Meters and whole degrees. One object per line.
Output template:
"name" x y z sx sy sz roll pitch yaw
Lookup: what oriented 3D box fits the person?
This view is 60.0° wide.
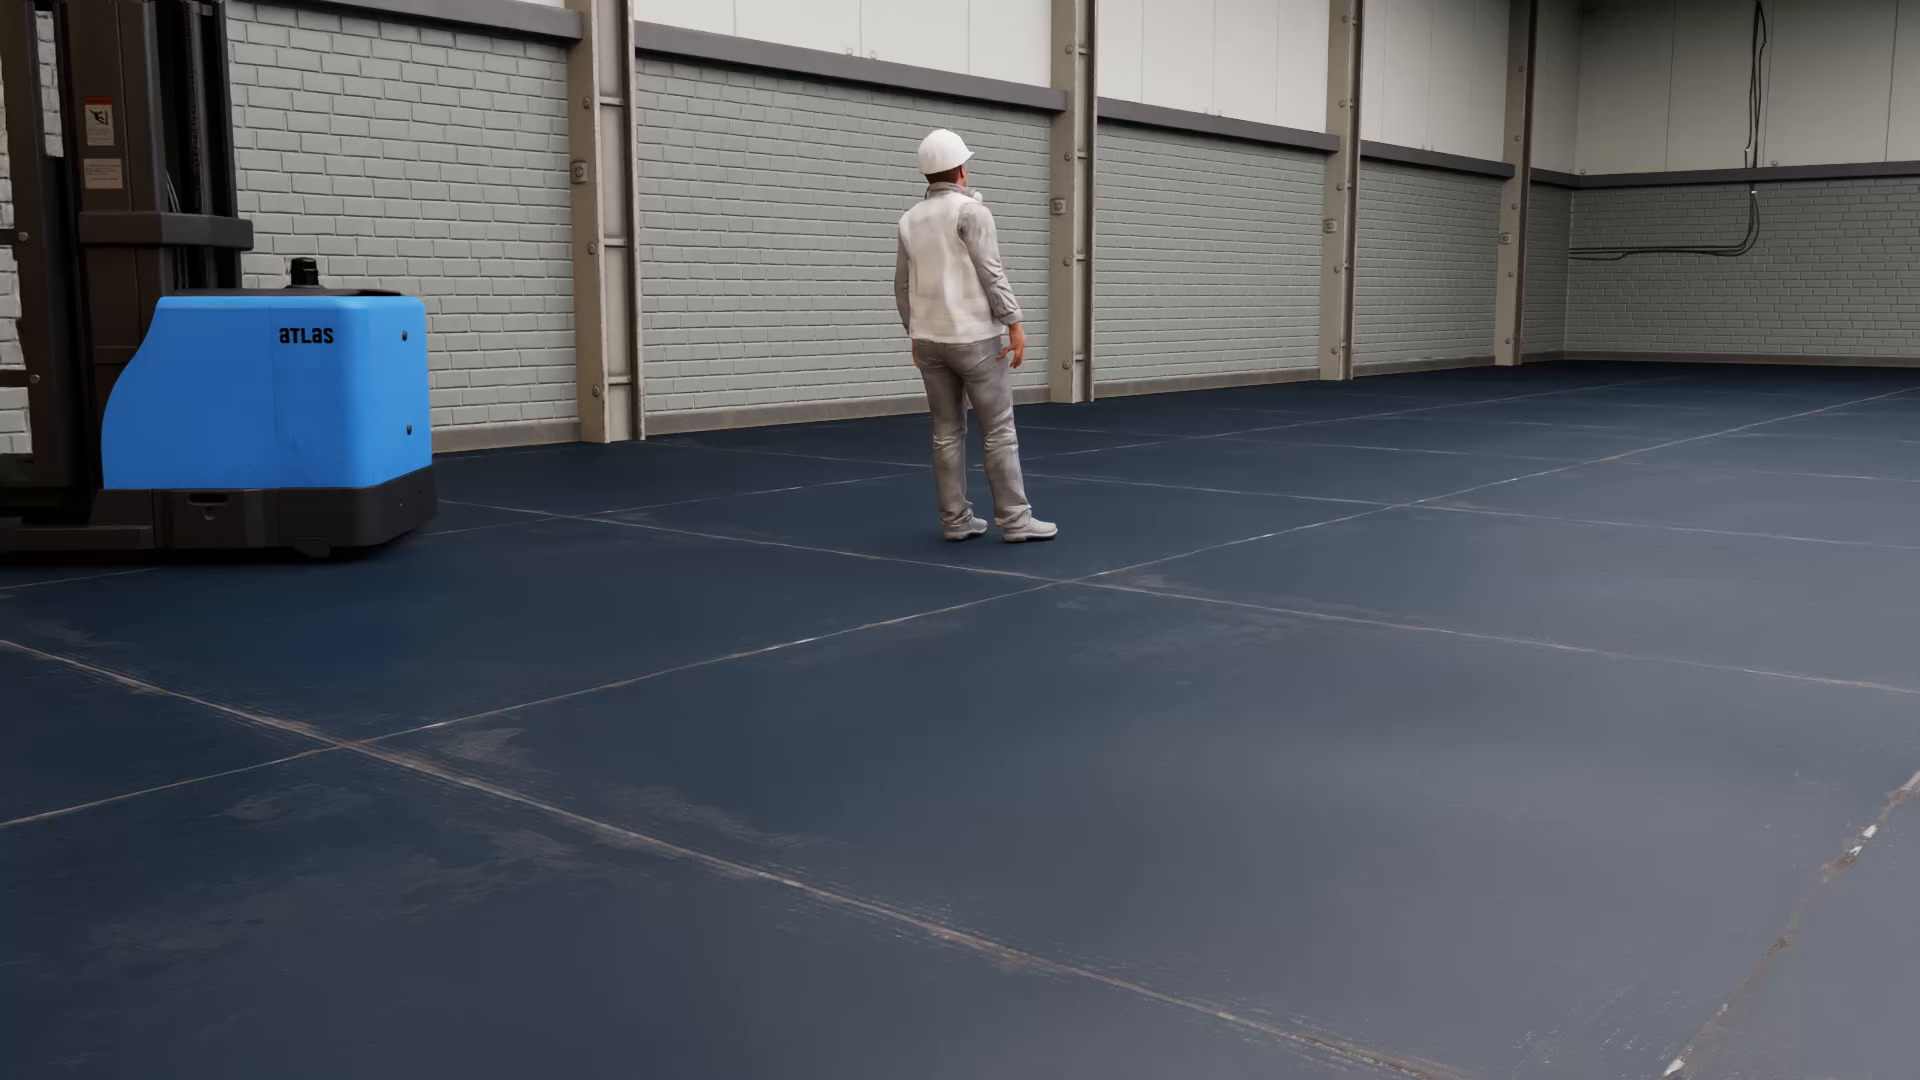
"person" 0.045 -0.891 7.318 0.632 1.773 0.568 7 11 38

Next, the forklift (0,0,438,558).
"forklift" -3.897 -1.416 6.959 3.031 2.935 1.130 0 8 -3
